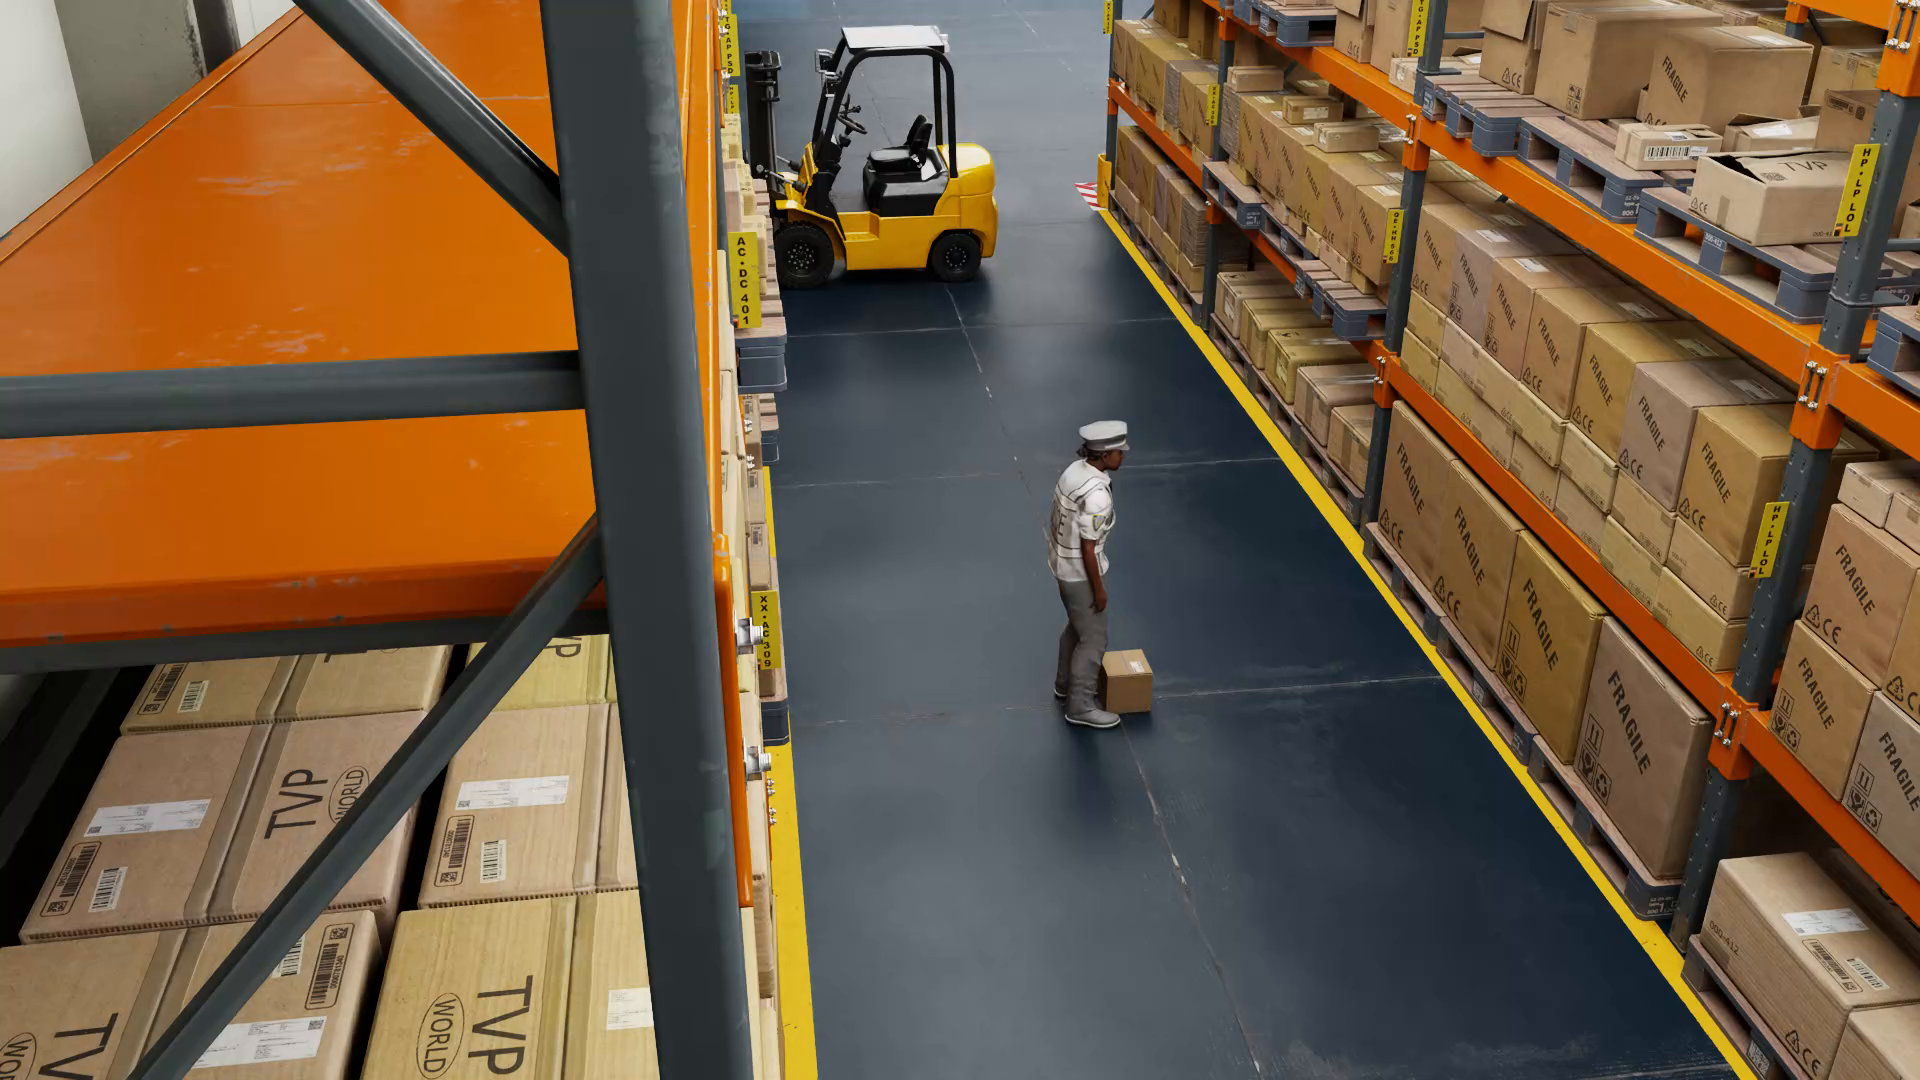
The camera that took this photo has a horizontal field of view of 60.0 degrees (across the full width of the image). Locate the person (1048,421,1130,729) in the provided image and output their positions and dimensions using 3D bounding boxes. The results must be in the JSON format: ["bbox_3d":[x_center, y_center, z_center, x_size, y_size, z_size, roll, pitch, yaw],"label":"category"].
[{"bbox_3d":[0.671,0.171,8.761,0.399,1.657,0.512,-3,28,-6],"label":"person"}]
